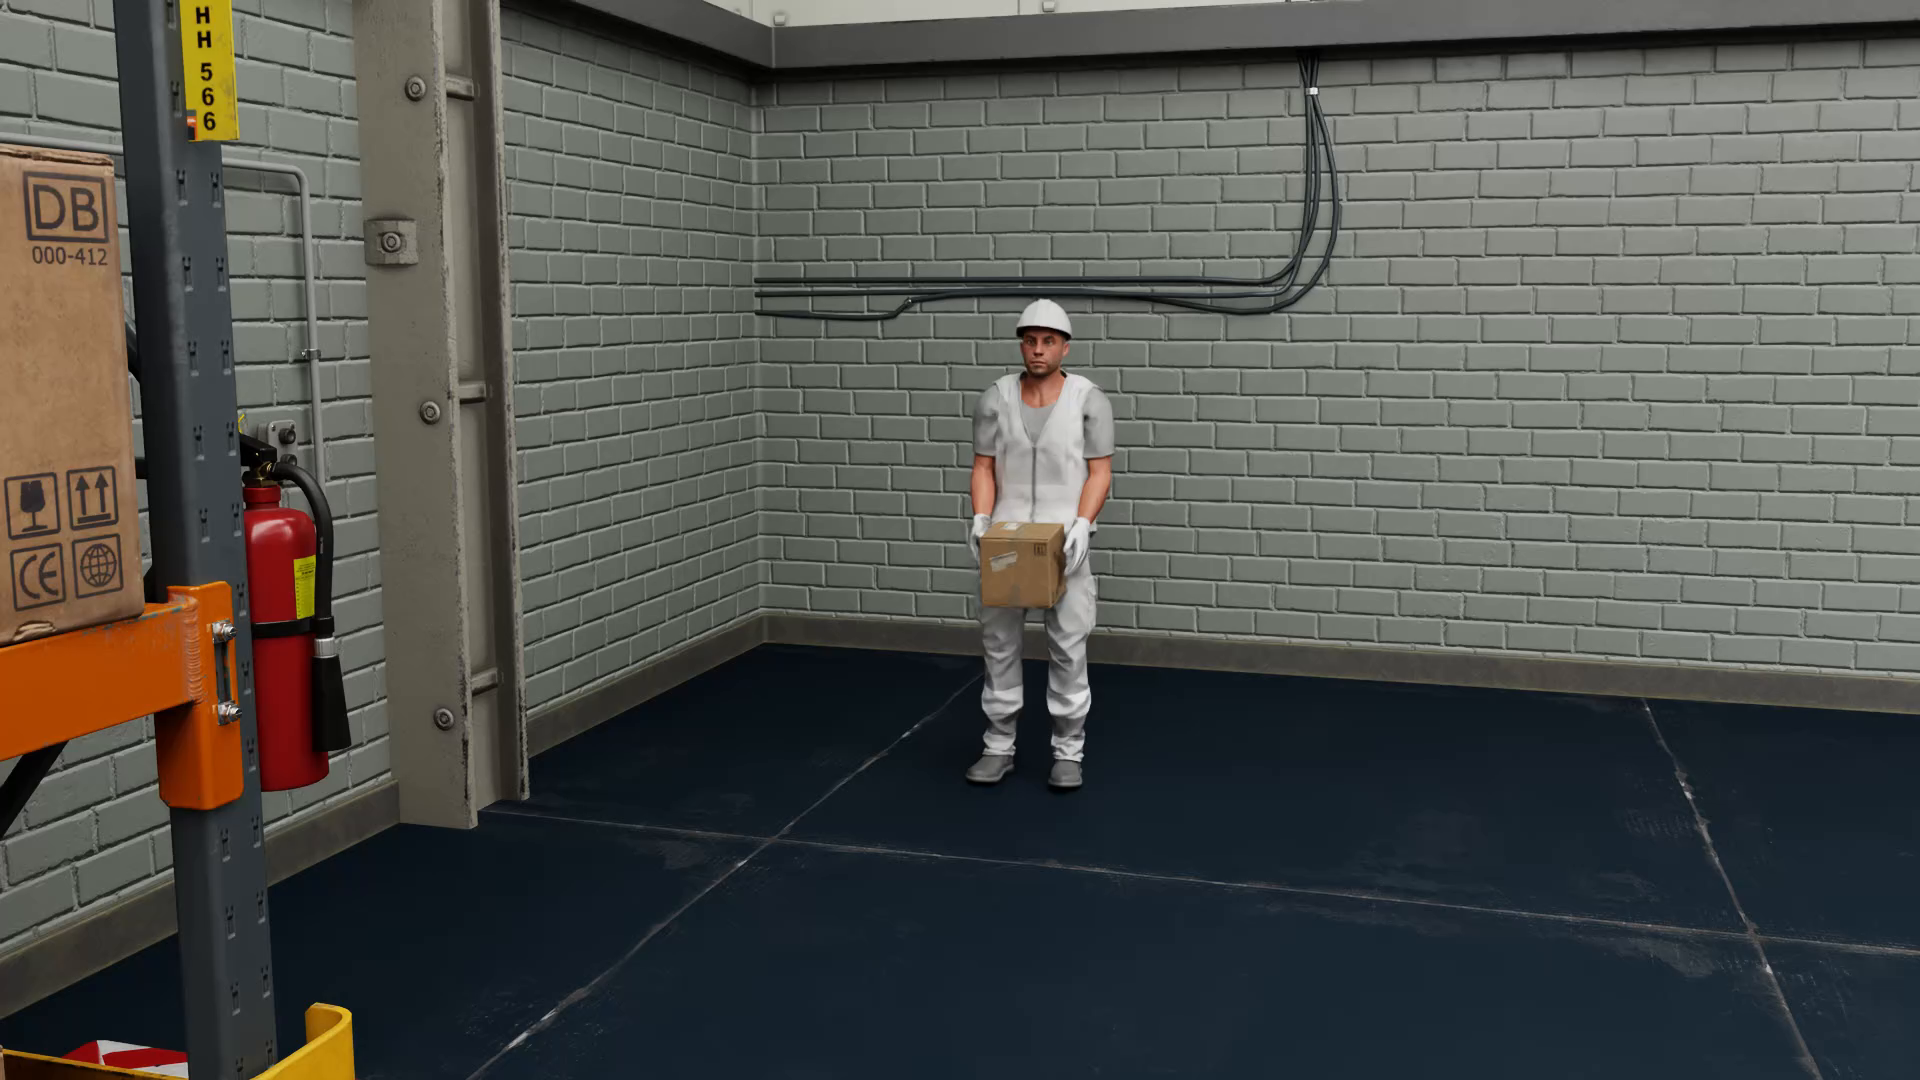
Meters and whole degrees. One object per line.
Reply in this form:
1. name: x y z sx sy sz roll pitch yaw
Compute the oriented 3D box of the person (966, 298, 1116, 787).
1. person: 0.288 0.018 6.109 0.533 1.793 0.474 2 9 15
